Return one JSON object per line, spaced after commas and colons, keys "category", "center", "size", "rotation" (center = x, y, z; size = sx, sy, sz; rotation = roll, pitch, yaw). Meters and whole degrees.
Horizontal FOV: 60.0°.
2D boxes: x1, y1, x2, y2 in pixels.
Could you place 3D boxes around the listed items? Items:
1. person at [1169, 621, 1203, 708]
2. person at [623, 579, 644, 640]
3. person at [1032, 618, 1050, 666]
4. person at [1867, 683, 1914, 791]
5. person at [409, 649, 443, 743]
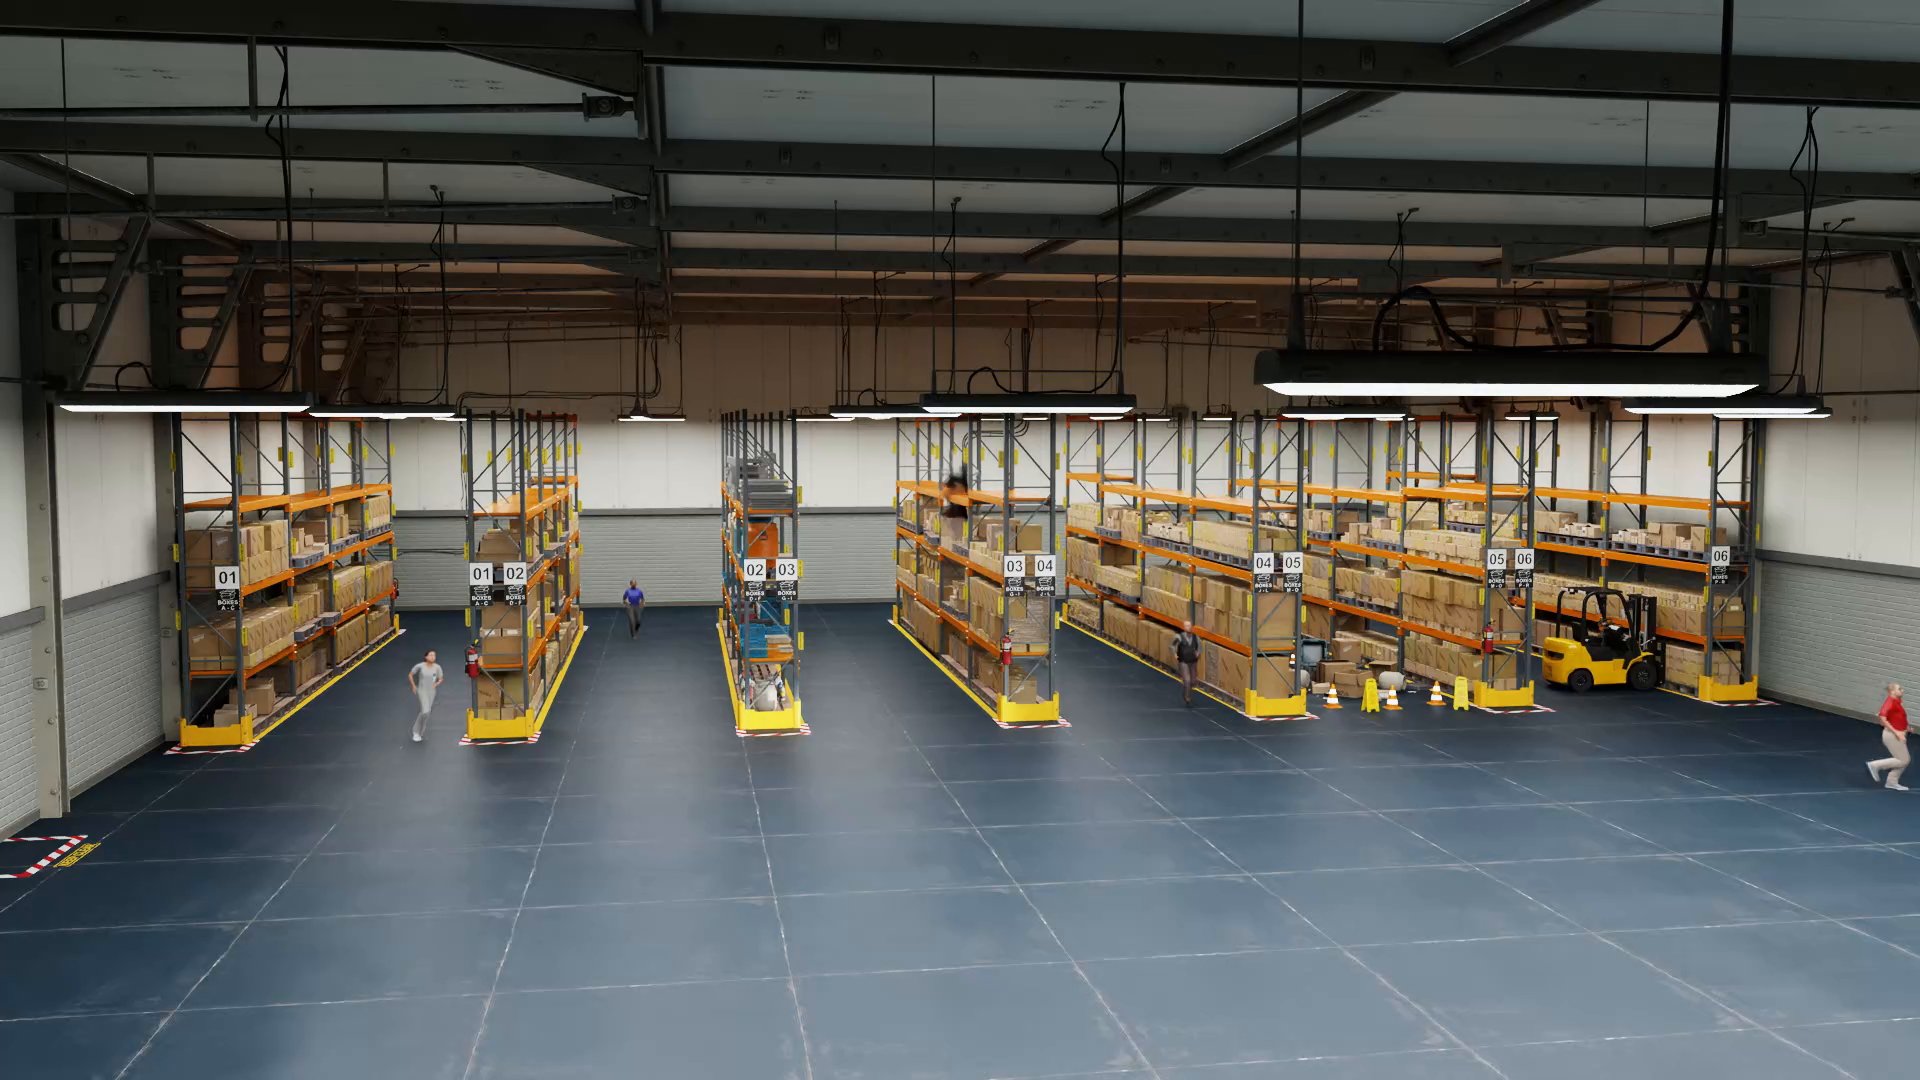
{"category": "person", "center": [4.605, 2.501, 33.764], "size": [0.672, 1.716, 0.855], "rotation": [-1, 4, -12]}
{"category": "person", "center": [-8.642, 1.845, 44.081], "size": [0.572, 1.605, 0.546], "rotation": [-1, 4, -19]}
{"category": "person", "center": [1.922, 2.075, 39.594], "size": [0.662, 1.772, 0.984], "rotation": [-1, 4, -20]}
{"category": "person", "center": [14.578, 3.073, 26.037], "size": [0.602, 1.684, 0.664], "rotation": [3, 5, 33]}
{"category": "person", "center": [-9.658, 2.803, 30.113], "size": [0.580, 1.656, 0.625], "rotation": [-3, 5, -40]}
